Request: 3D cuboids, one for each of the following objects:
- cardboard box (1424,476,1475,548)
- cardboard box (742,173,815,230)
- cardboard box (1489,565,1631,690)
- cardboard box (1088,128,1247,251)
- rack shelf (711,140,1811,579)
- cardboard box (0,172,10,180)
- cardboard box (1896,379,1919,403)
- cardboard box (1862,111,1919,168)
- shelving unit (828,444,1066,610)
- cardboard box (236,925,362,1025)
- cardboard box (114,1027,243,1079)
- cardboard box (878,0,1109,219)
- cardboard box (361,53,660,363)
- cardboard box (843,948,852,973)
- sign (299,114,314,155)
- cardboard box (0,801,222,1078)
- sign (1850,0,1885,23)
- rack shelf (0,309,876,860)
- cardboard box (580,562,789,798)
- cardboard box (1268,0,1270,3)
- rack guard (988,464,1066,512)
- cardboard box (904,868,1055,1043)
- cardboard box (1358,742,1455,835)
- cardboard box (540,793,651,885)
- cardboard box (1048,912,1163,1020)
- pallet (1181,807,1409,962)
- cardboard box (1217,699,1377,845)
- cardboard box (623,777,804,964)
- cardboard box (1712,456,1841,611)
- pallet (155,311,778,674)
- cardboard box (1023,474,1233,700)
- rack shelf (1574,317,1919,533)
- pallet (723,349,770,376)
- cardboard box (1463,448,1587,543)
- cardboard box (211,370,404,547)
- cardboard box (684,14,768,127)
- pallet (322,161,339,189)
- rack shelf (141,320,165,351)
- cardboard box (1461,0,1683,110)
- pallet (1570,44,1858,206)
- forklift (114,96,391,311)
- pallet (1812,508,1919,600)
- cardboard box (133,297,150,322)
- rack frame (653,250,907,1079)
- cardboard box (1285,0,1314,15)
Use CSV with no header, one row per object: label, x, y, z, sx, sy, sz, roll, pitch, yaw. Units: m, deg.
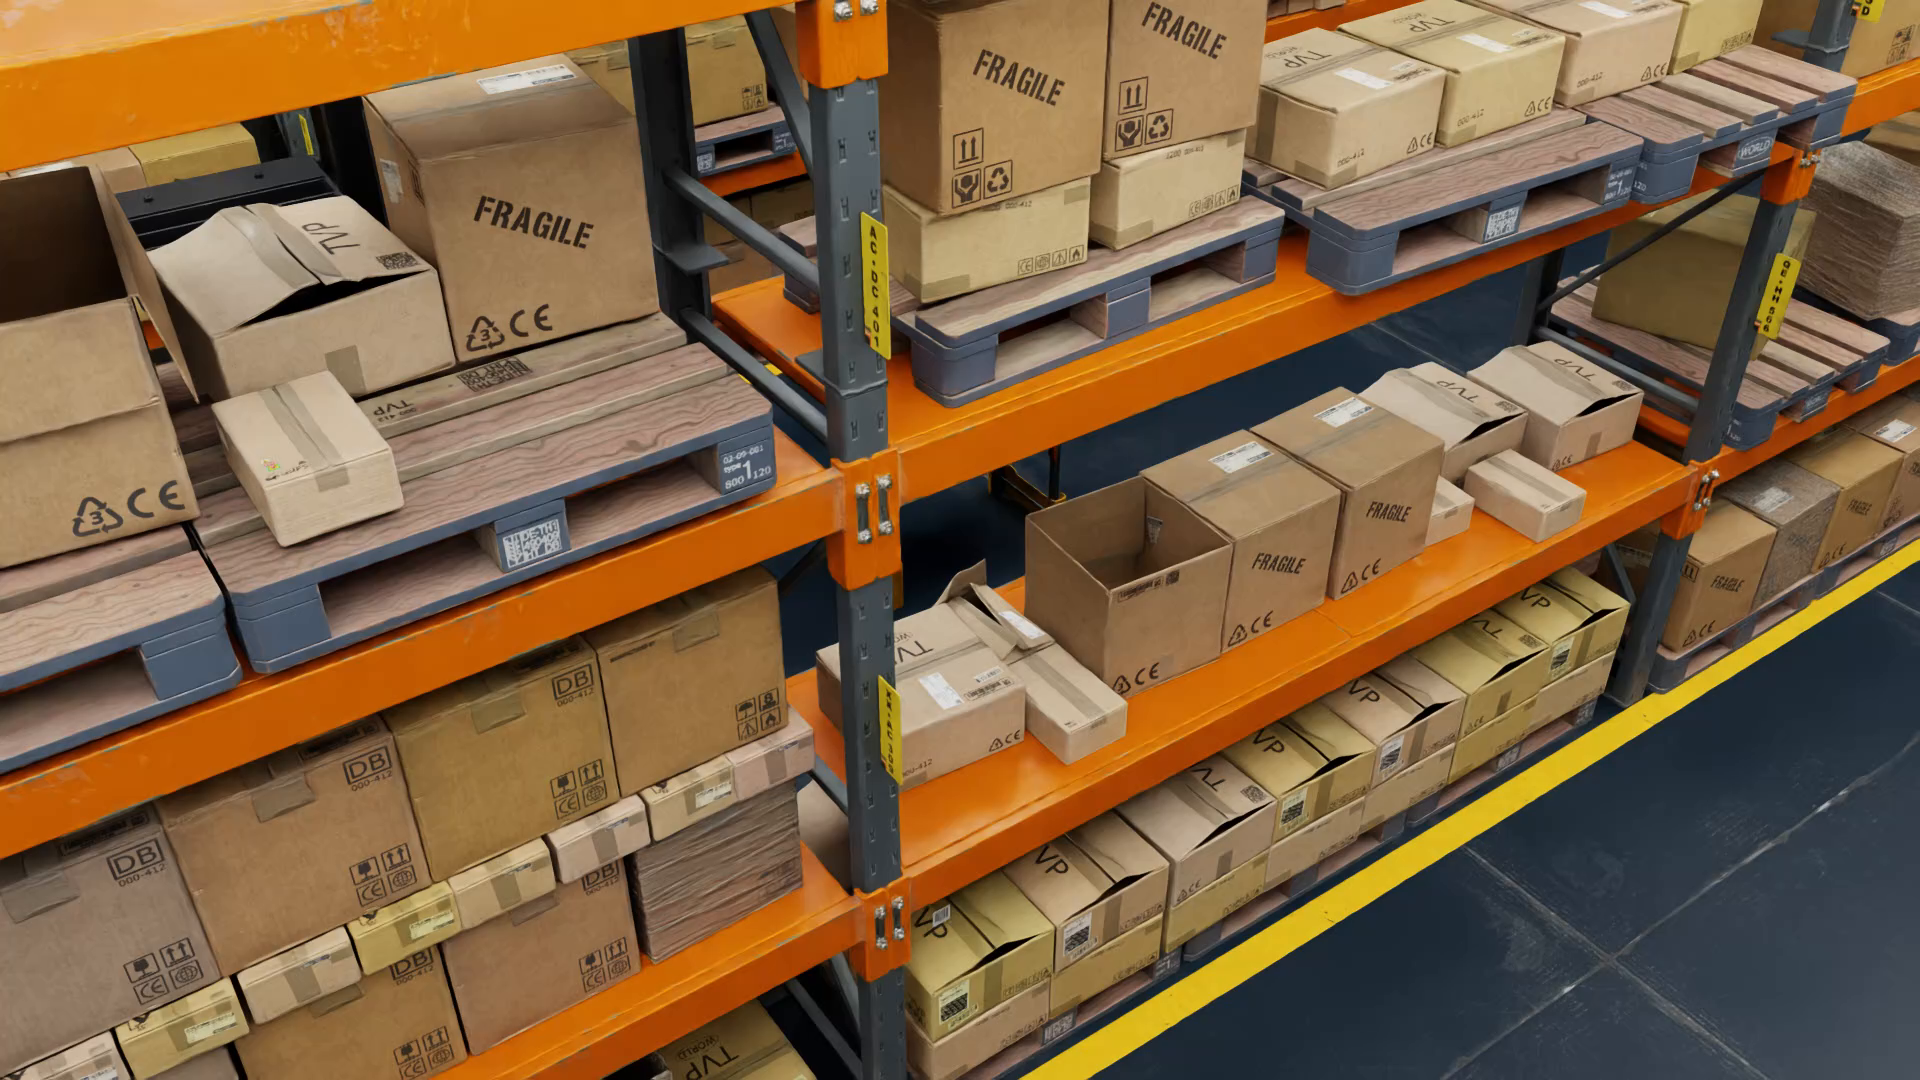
cardboard box,1.752,-0.154,6.424,0.250,0.149,0.380,-19,40,-25
cardboard box,-1.155,-2.114,10.056,0.500,0.250,0.500,-22,41,-27
cardboard box,2.476,0.300,7.092,0.500,0.311,0.500,-21,41,-27
cardboard box,0.449,-1.083,4.699,0.500,0.250,0.500,-27,44,-32
rack shelf,1.127,-0.965,5.383,4.000,0.370,1.077,-22,41,-28
cardboard box,-4.395,-1.340,7.326,0.500,0.500,0.500,-24,42,-29
cardboard box,4.974,-0.588,8.575,0.500,0.500,0.500,-22,41,-27
cardboard box,4.623,-1.645,7.836,0.700,0.500,0.500,26,43,32
shelving unit,-0.062,-0.583,8.090,1.083,1.500,0.587,-22,41,-28
cardboard box,-1.645,0.950,4.033,0.250,0.149,0.380,-21,41,-27
cardboard box,-2.124,1.265,4.149,0.500,0.500,0.700,-21,41,-27
cardboard box,0.019,-1.187,4.202,0.500,0.500,0.500,-22,41,-27
cardboard box,-1.071,-0.809,3.984,0.500,0.500,0.500,-19,40,-24
cardboard box,-0.336,1.302,6.180,0.500,0.250,0.500,-23,42,-28
sign,-3.046,-1.824,7.790,0.005,0.325,0.100,-22,41,-28
cardboard box,-2.097,0.725,3.790,0.500,0.500,0.700,-22,41,-28
sign,3.075,-1.904,5.562,0.005,0.325,0.100,-22,41,-28
rack shelf,-2.142,0.381,3.512,4.000,0.370,1.077,-22,41,-28
cardboard box,-0.867,0.219,4.494,0.500,0.500,0.700,-22,41,-28
cardboard box,1.711,-3.803,10.924,0.500,0.500,0.500,-21,41,-27
rack guard,0.345,-0.243,8.688,0.087,0.250,0.587,-22,41,-28
cardboard box,-0.026,1.332,5.658,0.500,0.311,0.500,-22,41,-28
cardboard box,1.640,0.870,6.780,0.500,0.250,0.500,-21,41,-27
cardboard box,-1.022,0.695,4.387,0.250,0.149,0.380,-24,42,-29
cardboard box,0.383,1.391,6.056,0.500,0.250,0.500,-21,41,-27
pallet,1.070,1.086,6.872,1.213,0.211,1.003,-22,41,-28
cardboard box,1.230,0.814,6.378,0.500,0.311,0.500,-21,41,-27
cardboard box,-0.867,0.745,4.873,0.500,0.500,0.700,-24,42,-29
cardboard box,3.723,-0.071,7.857,0.500,0.500,0.500,-24,42,-29
pallet,-1.190,-0.249,3.847,1.213,0.211,1.003,-22,41,-28
cardboard box,0.560,0.165,5.679,0.500,0.500,0.500,-19,40,-25
rack shelf,4.397,-1.093,8.130,4.000,0.370,1.077,-22,41,-28
pallet,-1.731,-1.273,10.152,1.213,0.211,1.003,-22,41,-28
cardboard box,2.186,-0.175,6.454,0.250,0.149,0.380,-22,41,-28
cardboard box,-1.336,-0.173,3.402,0.250,0.149,0.380,-22,41,-28
cardboard box,-1.479,-2.701,9.288,0.500,0.500,0.700,-22,41,-28
pallet,-2.656,-1.839,8.716,1.213,0.211,1.003,-22,41,-28
rack shelf,-4.999,-0.765,7.674,4.000,0.370,1.077,-22,41,-28
cardboard box,2.005,-1.675,5.523,0.500,0.250,0.500,-21,41,-27
pallet,2.259,-1.582,5.787,1.003,0.211,1.213,-20,40,-26
forklift,-2.431,-0.284,6.448,3.031,2.935,1.130,-20,40,-26
pallet,4.390,-0.221,8.690,1.213,0.211,1.003,-22,41,-28
cardboard box,-3.989,-1.209,7.787,0.500,0.250,0.500,-22,41,-28
rack frame,-0.508,0.634,5.113,0.127,3.000,1.000,-22,41,-28
cardboard box,2.211,-3.748,11.404,0.250,0.149,0.380,-22,41,-28
